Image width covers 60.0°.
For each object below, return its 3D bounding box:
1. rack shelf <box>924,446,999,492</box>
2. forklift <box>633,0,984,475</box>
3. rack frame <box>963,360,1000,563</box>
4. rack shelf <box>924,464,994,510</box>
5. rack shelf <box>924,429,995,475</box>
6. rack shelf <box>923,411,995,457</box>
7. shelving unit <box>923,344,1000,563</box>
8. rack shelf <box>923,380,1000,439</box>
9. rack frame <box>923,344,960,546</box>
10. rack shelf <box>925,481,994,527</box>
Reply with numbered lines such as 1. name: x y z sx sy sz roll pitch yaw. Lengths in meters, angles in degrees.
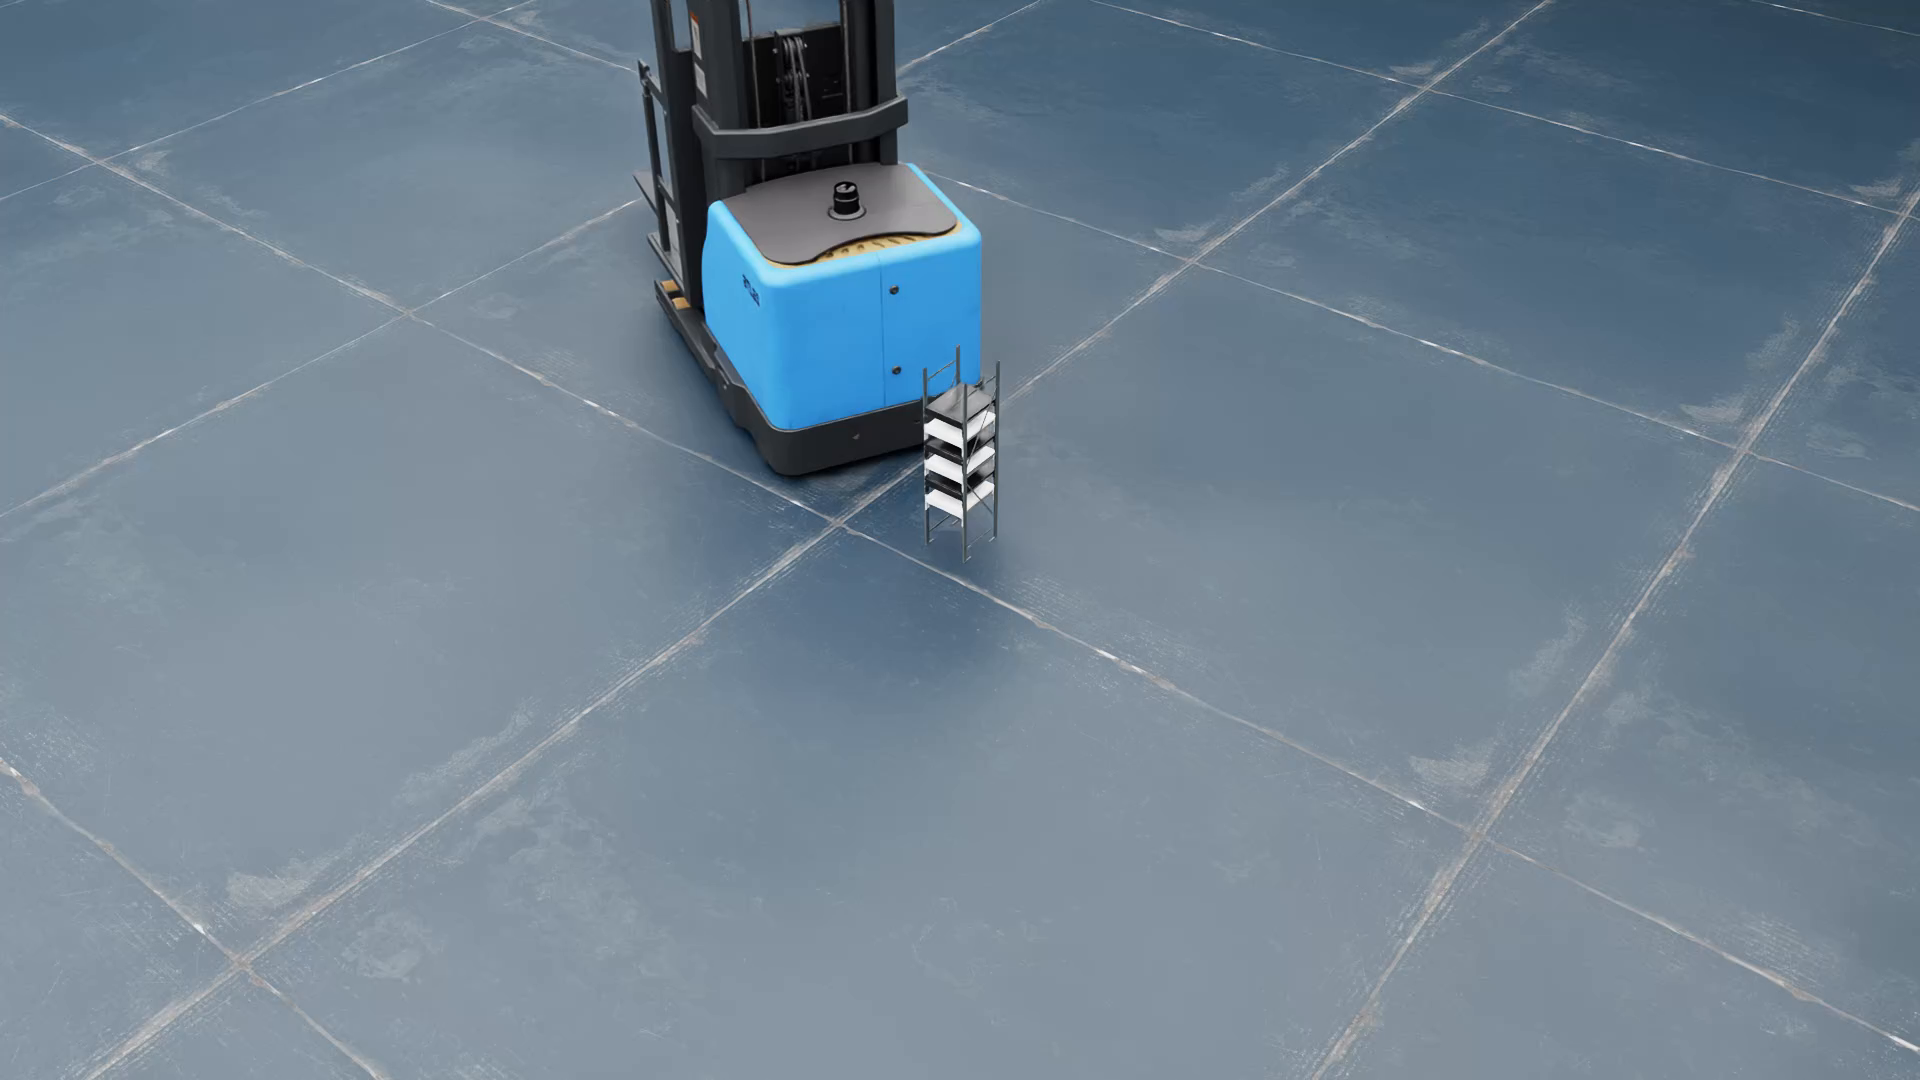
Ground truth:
1. rack shelf: 0.006 -0.325 6.989 0.200 0.077 0.258 25 45 29
2. forklift: -0.957 -2.351 7.875 1.130 2.935 3.031 -16 41 -19
3. rack frame: 0.087 -0.313 6.920 0.006 0.900 0.240 25 45 29
4. rack shelf: 0.006 -0.254 7.045 0.200 0.077 0.258 25 45 29
5. rack shelf: 0.006 -0.396 6.934 0.200 0.077 0.258 25 45 29
6. rack shelf: 0.006 -0.467 6.878 0.200 0.077 0.258 25 45 29
7. shelving unit: 0.006 -0.351 6.969 0.210 0.900 0.258 25 45 29
8. rack shelf: 0.006 -0.538 6.823 0.200 0.077 0.258 25 45 29
9. rack frame: -0.074 -0.389 7.017 0.006 0.900 0.240 25 45 29
10. rack shelf: 0.006 -0.183 7.100 0.200 0.077 0.258 25 45 29
